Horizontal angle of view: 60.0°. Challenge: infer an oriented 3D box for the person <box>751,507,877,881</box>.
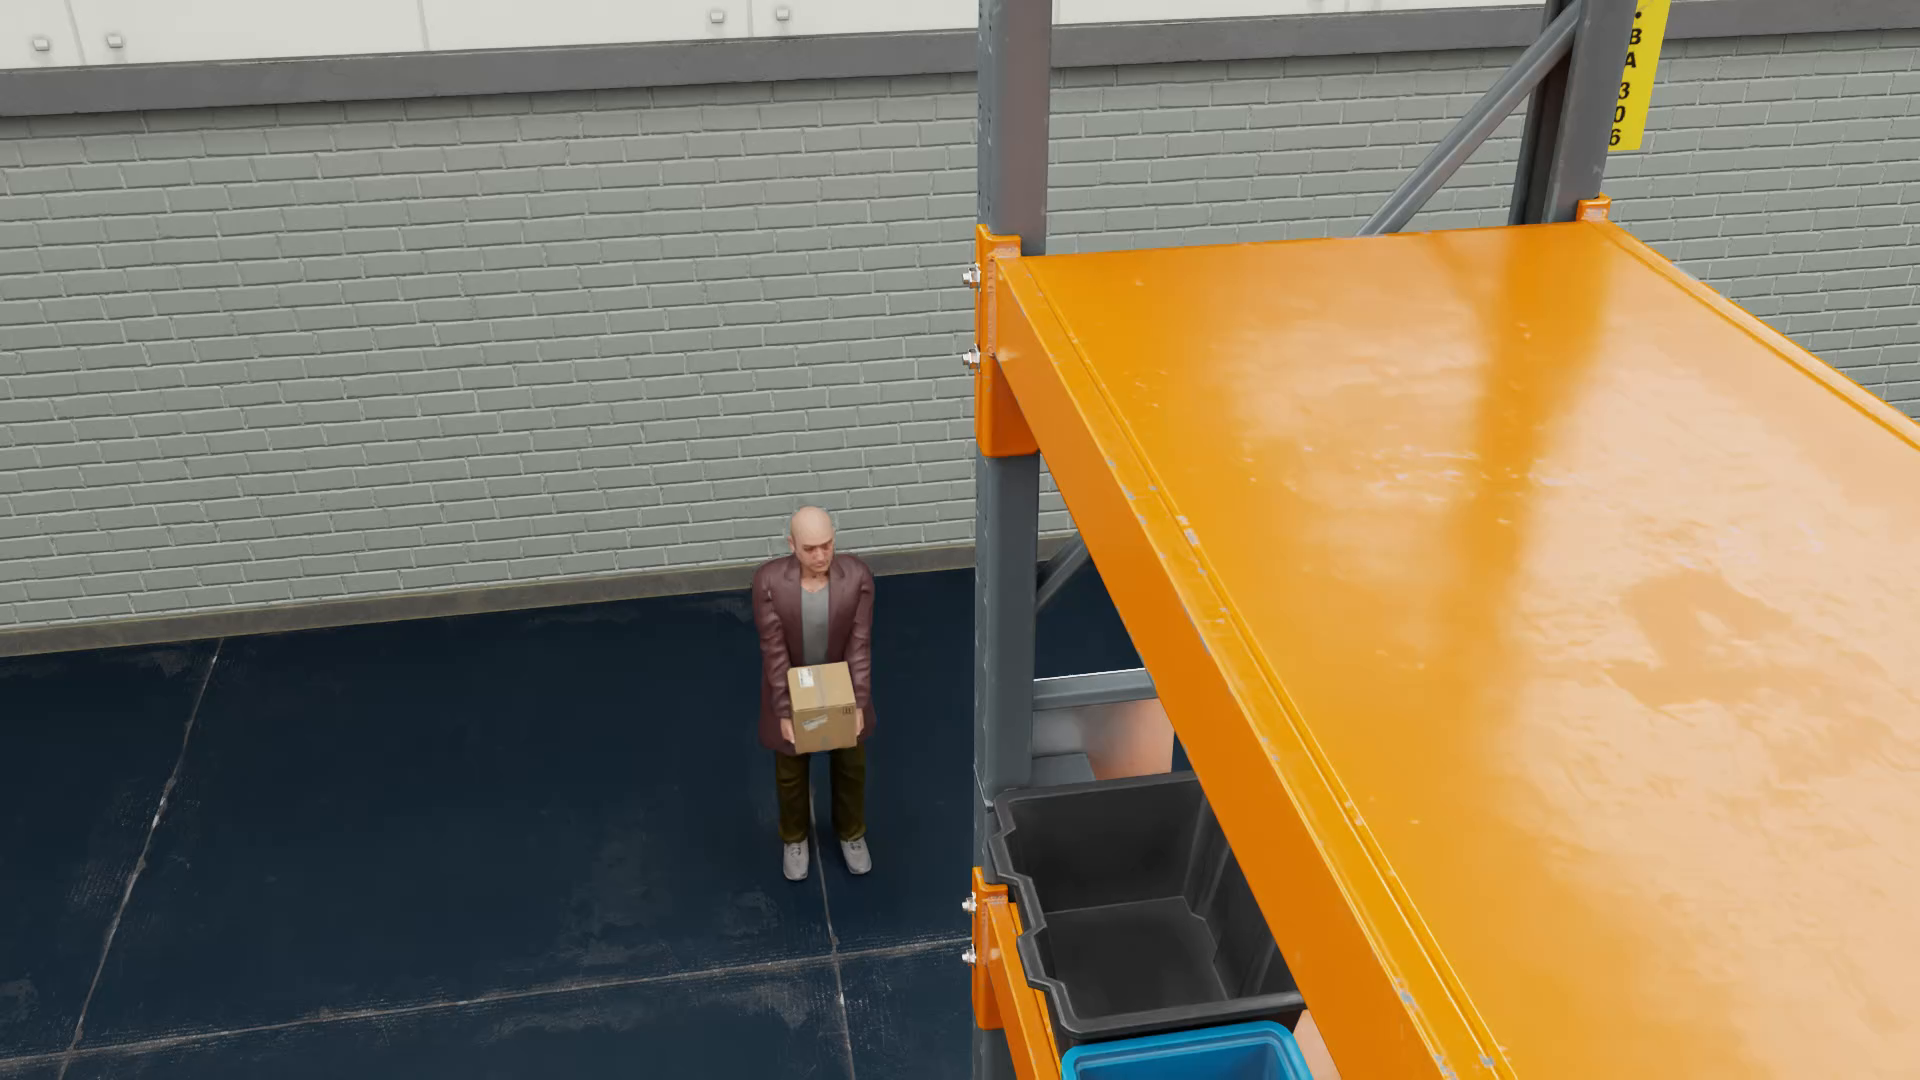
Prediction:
[{"bbox_3d":[-0.594,0.686,6.986,0.527,1.779,0.569,-6,31,-10],"label":"person"}]
